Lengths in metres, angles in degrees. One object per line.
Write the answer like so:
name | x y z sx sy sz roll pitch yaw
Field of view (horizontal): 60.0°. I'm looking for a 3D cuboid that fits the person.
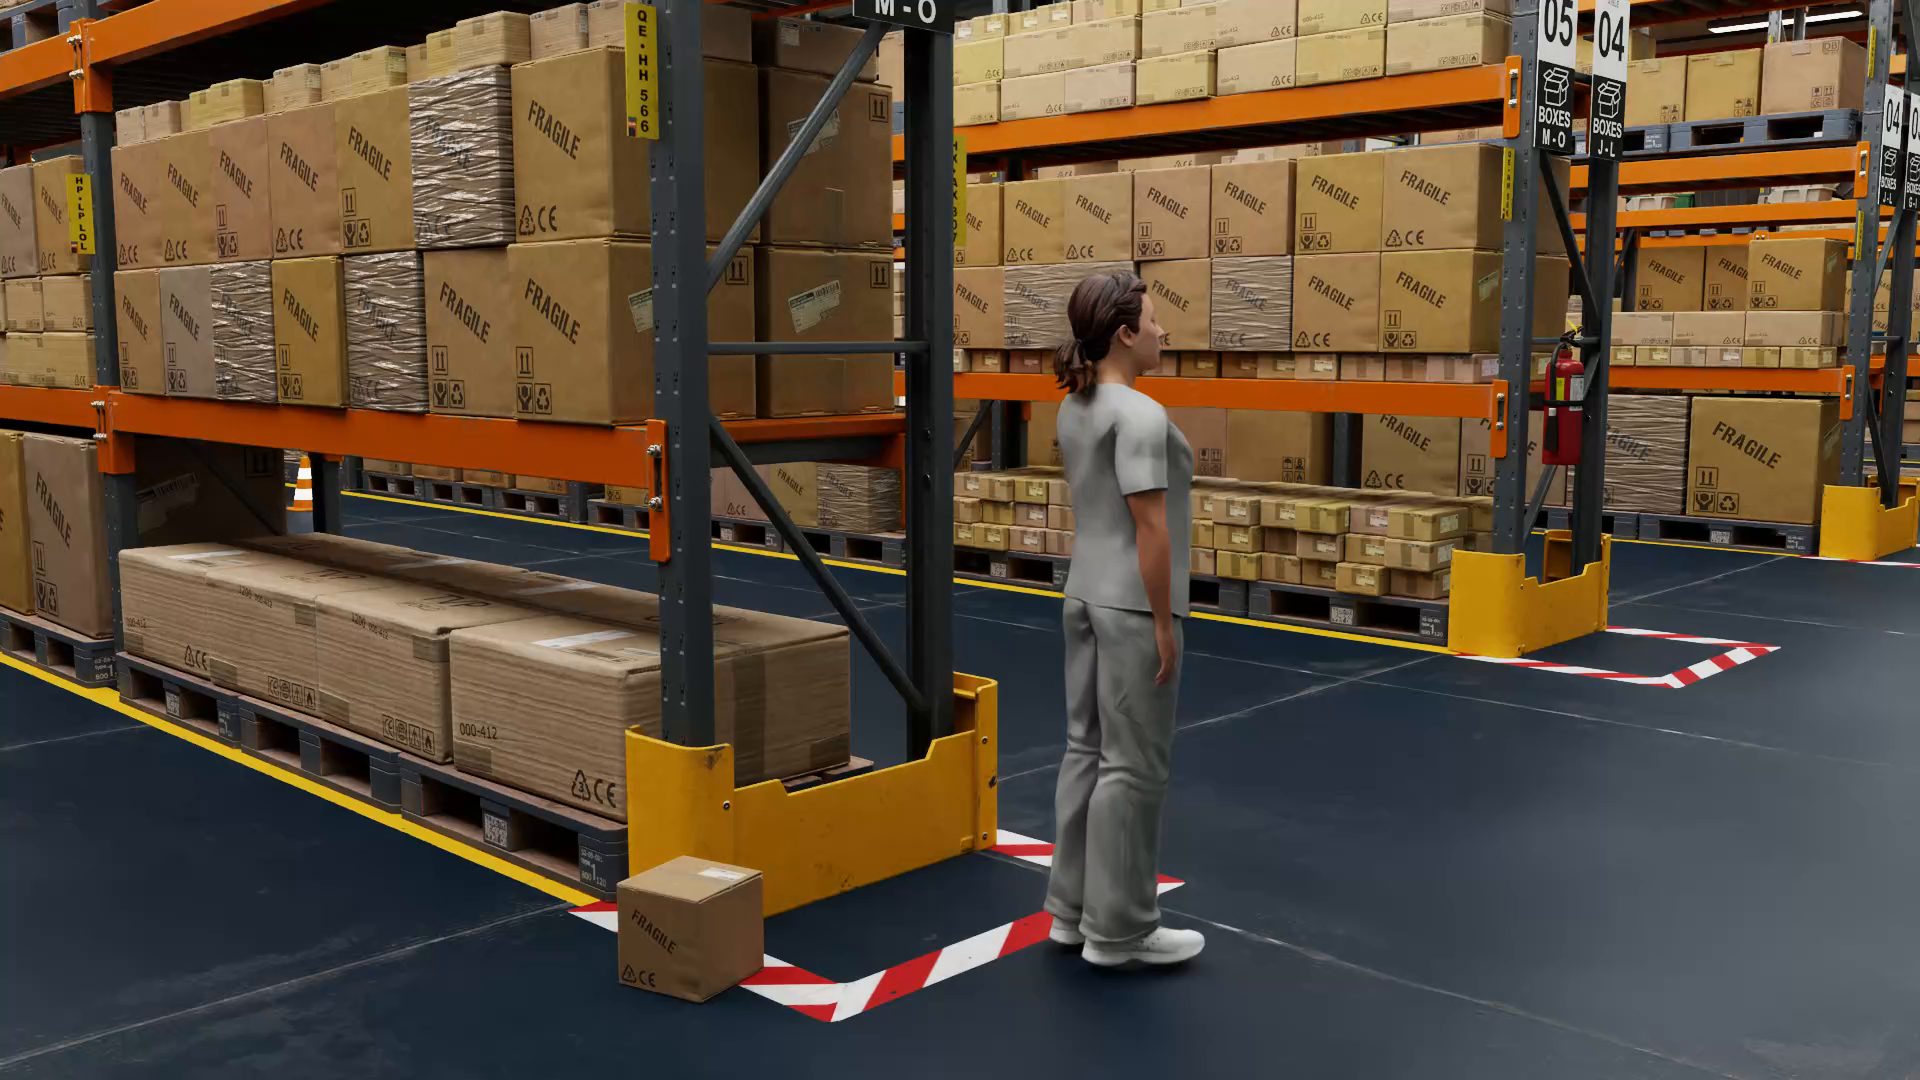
person | 0.391 0.192 4.042 0.362 1.670 0.440 -3 8 -24
